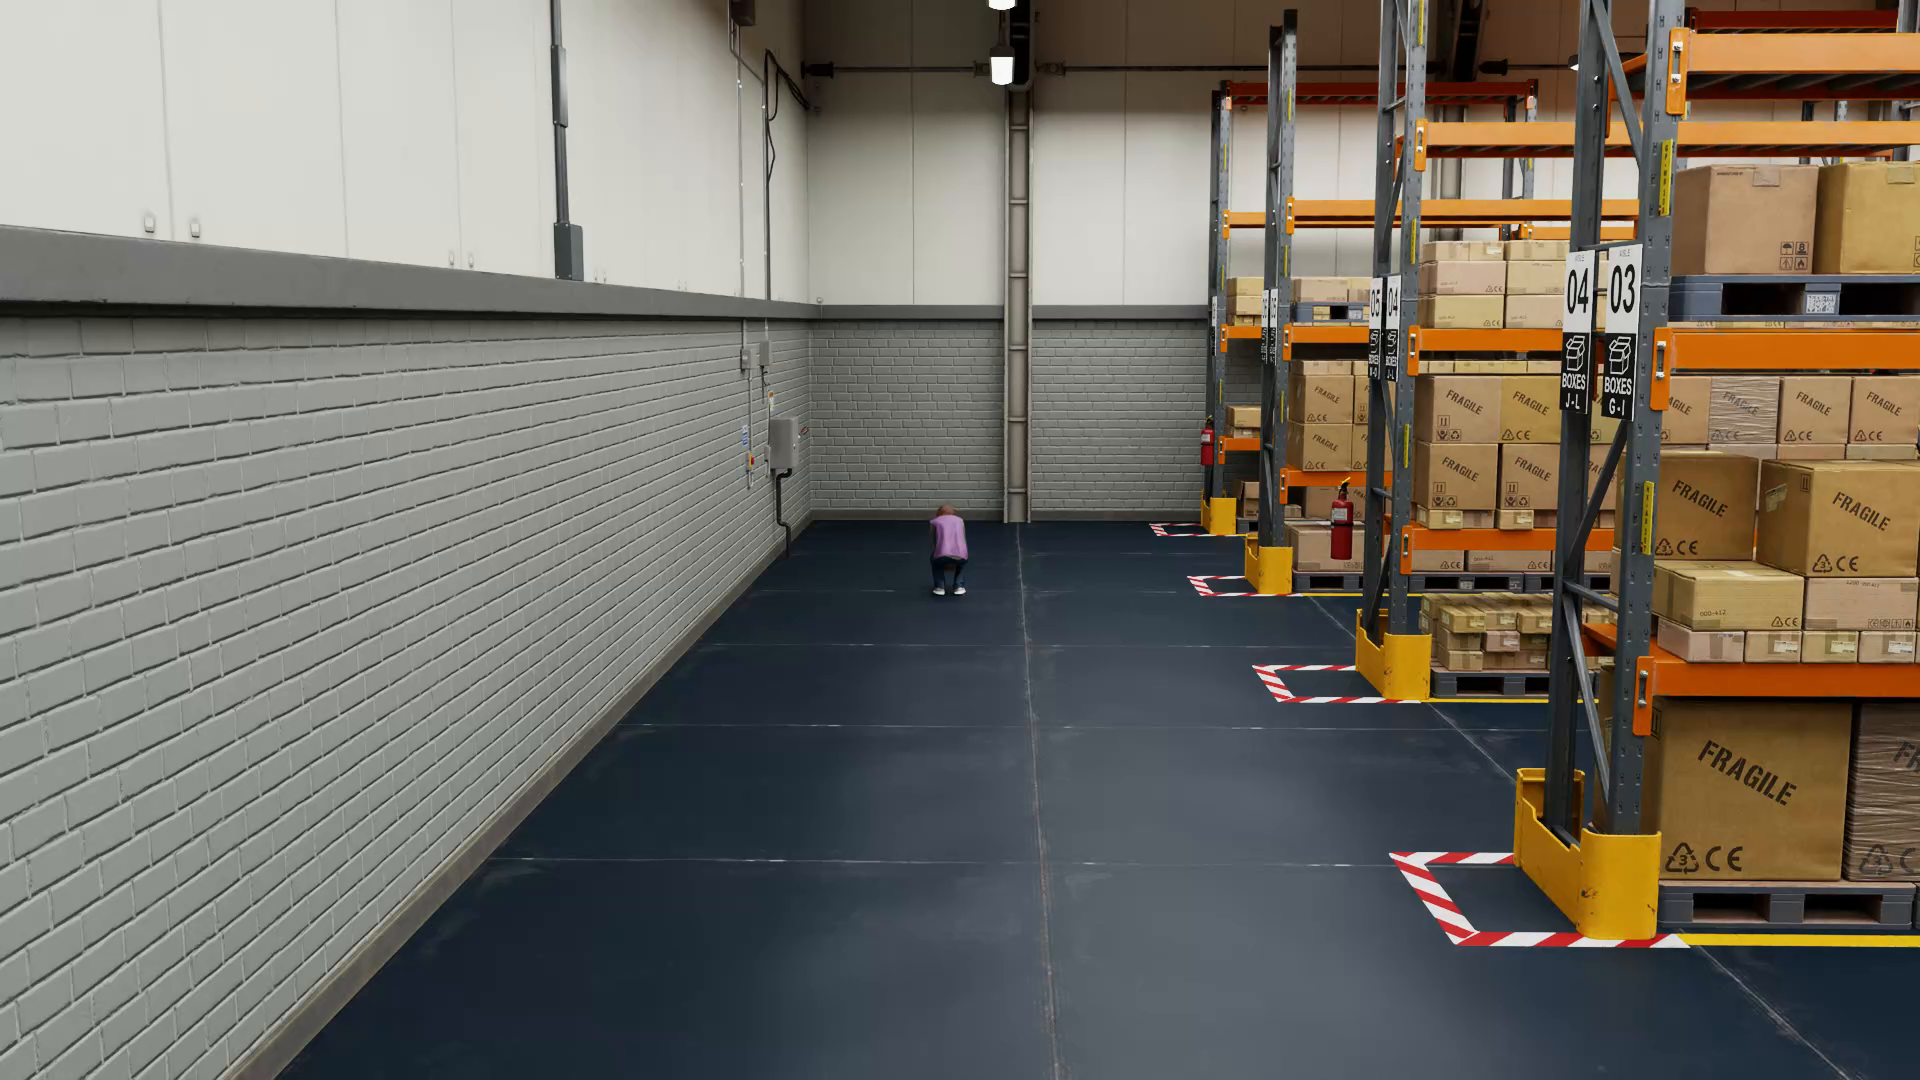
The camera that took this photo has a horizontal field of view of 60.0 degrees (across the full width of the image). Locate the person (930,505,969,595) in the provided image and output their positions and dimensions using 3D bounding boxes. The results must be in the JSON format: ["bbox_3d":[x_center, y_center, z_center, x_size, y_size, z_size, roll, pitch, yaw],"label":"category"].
[{"bbox_3d":[-0.110,0.117,17.647,0.418,0.901,0.811,0,7,0],"label":"person"}]
